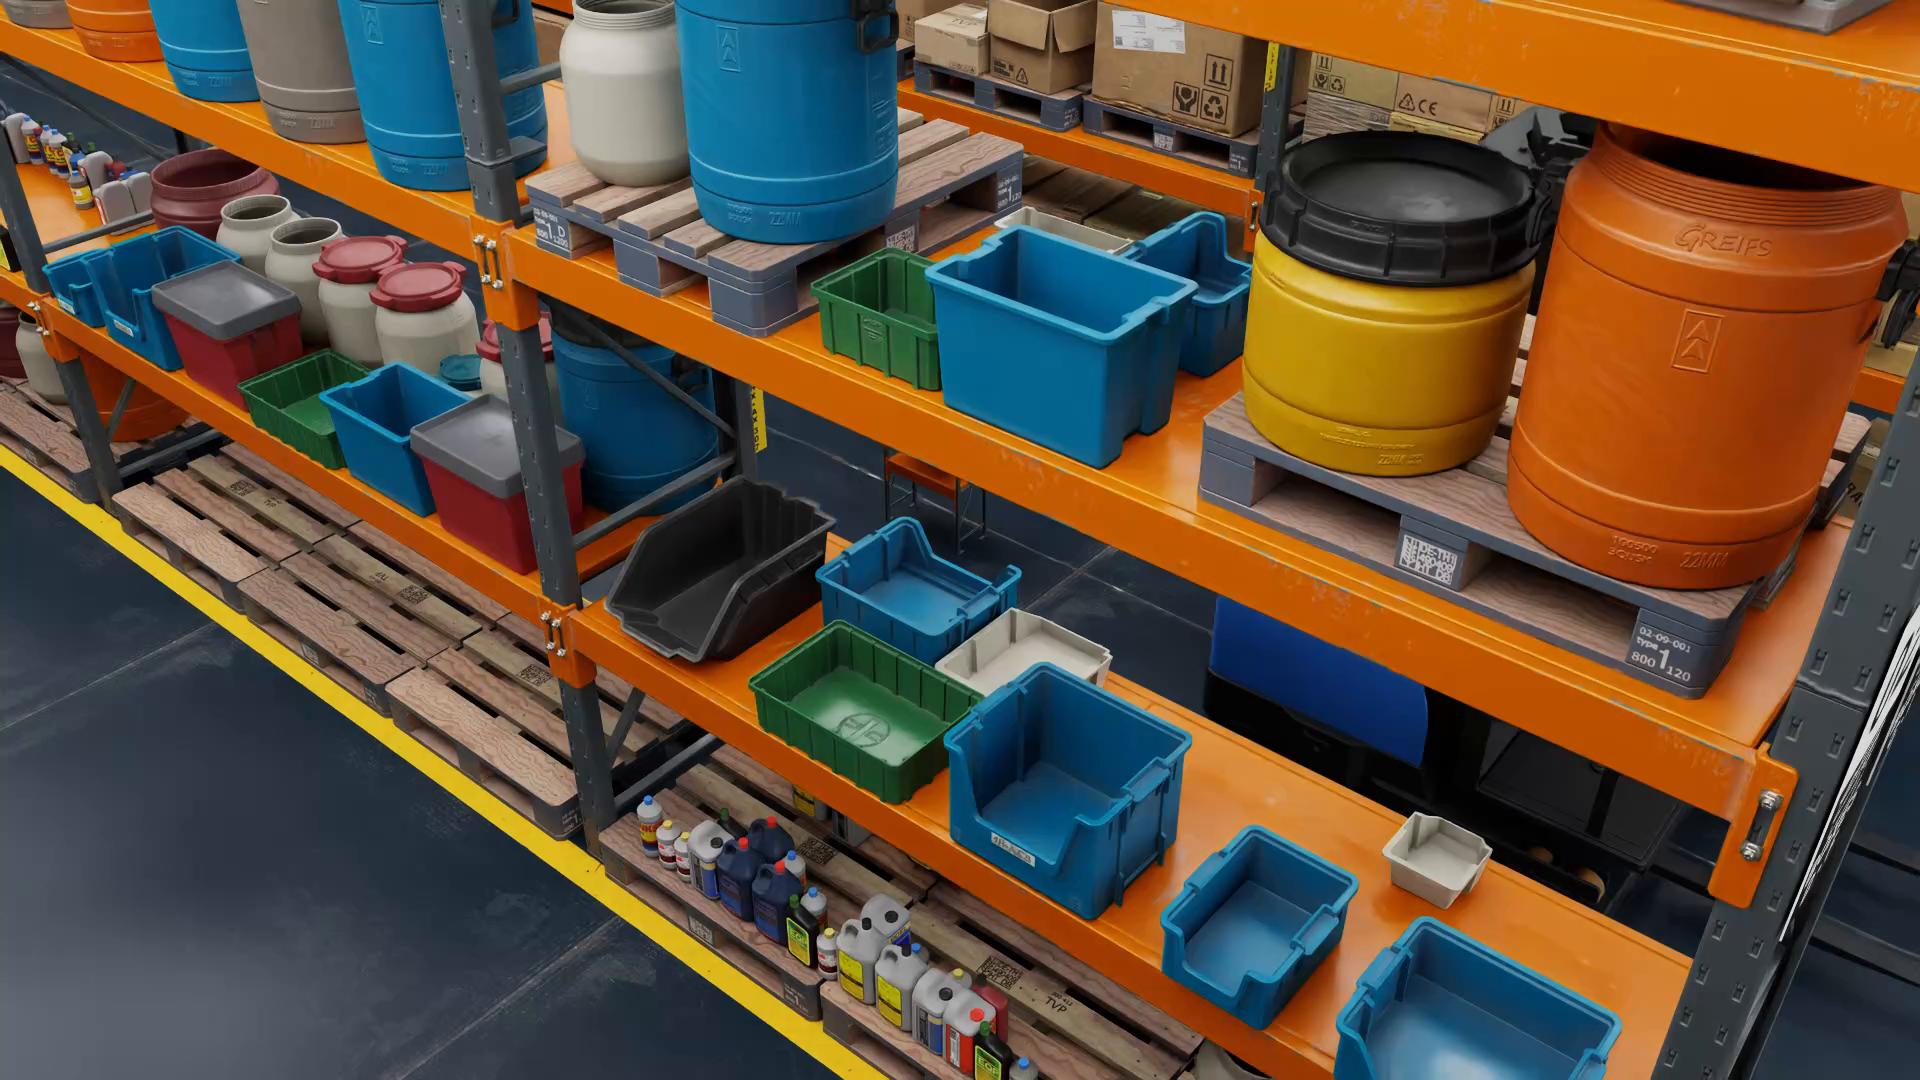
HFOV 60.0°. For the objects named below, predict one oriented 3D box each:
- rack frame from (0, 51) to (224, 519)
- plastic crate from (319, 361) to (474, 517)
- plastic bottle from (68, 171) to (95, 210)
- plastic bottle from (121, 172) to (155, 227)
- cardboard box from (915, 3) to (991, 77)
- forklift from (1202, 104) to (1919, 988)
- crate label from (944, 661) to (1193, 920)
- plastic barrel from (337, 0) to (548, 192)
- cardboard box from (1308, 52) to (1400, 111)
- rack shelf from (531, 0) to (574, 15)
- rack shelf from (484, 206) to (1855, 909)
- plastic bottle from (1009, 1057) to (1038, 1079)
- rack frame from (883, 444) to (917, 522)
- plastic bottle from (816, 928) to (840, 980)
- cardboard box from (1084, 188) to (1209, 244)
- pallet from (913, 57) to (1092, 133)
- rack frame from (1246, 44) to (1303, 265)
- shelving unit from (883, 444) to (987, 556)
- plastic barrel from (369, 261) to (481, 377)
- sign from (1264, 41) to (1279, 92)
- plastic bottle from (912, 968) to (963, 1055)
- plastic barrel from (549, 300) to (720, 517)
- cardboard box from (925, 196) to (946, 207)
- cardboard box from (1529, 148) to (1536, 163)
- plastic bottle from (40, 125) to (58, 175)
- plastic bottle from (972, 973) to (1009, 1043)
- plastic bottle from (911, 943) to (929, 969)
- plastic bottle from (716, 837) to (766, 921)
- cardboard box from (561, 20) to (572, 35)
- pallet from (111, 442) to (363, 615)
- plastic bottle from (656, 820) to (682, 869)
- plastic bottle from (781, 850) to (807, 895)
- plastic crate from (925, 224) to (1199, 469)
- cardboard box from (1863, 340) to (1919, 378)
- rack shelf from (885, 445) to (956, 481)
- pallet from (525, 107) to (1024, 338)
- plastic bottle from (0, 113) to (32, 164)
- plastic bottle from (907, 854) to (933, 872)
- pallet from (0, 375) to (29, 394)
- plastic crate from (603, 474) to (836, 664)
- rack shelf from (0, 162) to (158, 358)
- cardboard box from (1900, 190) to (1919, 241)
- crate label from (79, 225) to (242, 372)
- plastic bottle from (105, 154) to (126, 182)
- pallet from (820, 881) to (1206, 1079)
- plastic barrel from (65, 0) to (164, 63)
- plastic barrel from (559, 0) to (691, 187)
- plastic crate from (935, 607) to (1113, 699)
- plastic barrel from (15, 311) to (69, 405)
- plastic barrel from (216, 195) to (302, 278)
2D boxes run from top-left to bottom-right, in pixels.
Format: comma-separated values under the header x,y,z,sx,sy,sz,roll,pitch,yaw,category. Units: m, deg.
x,y,z,sx,sy,sz,roll,pitch,yaw,category
-4.245,-1.588,8.413,0.127,3.000,1.000,25,42,32,rack frame
-2.218,-0.397,6.693,0.575,0.384,0.392,25,42,32,plastic crate
-4.792,-1.910,9.058,0.097,0.201,0.097,0,34,0,plastic bottle
-4.371,-1.835,8.881,0.135,0.276,0.152,25,42,32,plastic bottle
0.065,-3.147,10.445,0.500,0.250,0.500,24,41,31,cardboard box
2.562,-0.081,6.280,3.031,2.935,1.130,24,41,31,forklift
0.315,0.746,4.983,0.616,0.435,0.502,25,42,32,crate label
-1.701,-1.672,5.443,0.708,0.901,0.600,25,42,32,plastic barrel
2.181,-2.597,8.647,0.500,0.500,0.500,25,42,32,cardboard box
-2.613,-4.171,12.810,4.000,0.370,1.077,25,42,32,rack shelf
0.366,-0.355,4.603,4.000,0.370,1.077,25,42,32,rack shelf
0.211,1.807,5.552,0.097,0.201,0.097,0,34,0,plastic bottle
-0.315,-0.643,8.626,0.015,1.200,0.240,25,42,32,rack frame
-0.469,1.487,6.019,0.097,0.201,0.097,0,34,0,plastic bottle
1.185,-1.858,10.625,0.500,0.500,0.700,25,42,32,cardboard box
0.471,-2.965,10.587,1.213,0.211,1.003,25,42,32,pallet
1.998,-2.294,9.441,0.127,3.000,1.000,25,42,32,rack frame
-0.127,-0.555,8.498,0.503,1.200,0.258,25,42,32,shelving unit
-2.330,-0.903,7.296,0.433,0.535,0.433,0,34,0,plastic barrel
1.646,-2.529,8.760,0.005,0.325,0.100,25,42,32,sign
-0.072,1.623,5.755,0.135,0.276,0.152,24,41,31,plastic bottle
-1.274,-0.618,6.557,0.708,0.901,0.600,25,42,32,plastic barrel
-0.114,-2.465,11.509,0.500,0.500,0.700,22,40,28,cardboard box
3.115,-1.935,8.566,0.500,0.500,0.875,25,42,32,cardboard box
-5.153,-2.221,9.449,0.097,0.271,0.097,0,34,0,plastic bottle
0.103,1.623,5.747,0.133,0.283,0.061,25,42,32,plastic bottle
-0.158,1.527,5.960,0.097,0.201,0.097,0,34,0,plastic bottle
-0.816,1.244,6.240,0.185,0.351,0.144,26,42,33,plastic bottle
-2.273,-3.626,12.886,0.875,0.875,1.225,25,42,32,cardboard box
-3.675,-0.141,8.769,1.213,0.211,1.003,25,42,32,pallet
-1.129,1.176,6.472,0.097,0.201,0.097,0,34,0,plastic bottle
-0.628,1.277,6.263,0.097,0.271,0.097,0,34,0,plastic bottle
0.245,-0.480,4.164,0.575,0.384,0.392,25,42,32,plastic crate
4.304,-0.914,7.654,0.250,0.149,0.380,25,42,32,cardboard box
-0.127,-0.499,8.536,0.480,0.148,0.258,25,42,32,rack shelf
-0.554,-1.079,5.189,1.003,0.211,1.213,25,42,32,pallet
-5.437,-2.337,9.613,0.135,0.276,0.152,25,42,32,plastic bottle
-0.142,1.147,6.441,0.133,0.283,0.061,25,42,32,plastic bottle
-5.811,-1.148,10.236,1.213,0.211,1.003,25,42,32,pallet
-0.850,0.131,5.964,0.504,0.338,0.767,25,42,32,plastic crate
-5.782,-2.016,9.672,4.000,0.370,1.077,25,42,32,rack shelf
4.103,-1.692,7.330,0.500,0.500,0.500,25,42,32,cardboard box
-3.655,-1.125,7.708,0.616,0.435,0.502,25,42,32,crate label
-4.594,-1.977,9.082,0.133,0.283,0.061,25,42,32,plastic bottle
0.260,1.713,6.069,1.213,0.211,1.003,25,42,32,pallet
-3.250,-2.373,6.527,0.708,0.830,0.600,25,42,32,plastic barrel
-0.966,-1.354,4.952,0.421,0.512,0.421,0,34,0,plastic barrel
0.239,0.447,5.682,0.437,0.136,0.530,25,42,32,plastic crate
-5.123,-1.071,9.487,0.421,0.512,0.421,0,34,0,plastic barrel
-3.318,-1.355,7.974,0.421,0.512,0.421,0,34,0,plastic barrel
